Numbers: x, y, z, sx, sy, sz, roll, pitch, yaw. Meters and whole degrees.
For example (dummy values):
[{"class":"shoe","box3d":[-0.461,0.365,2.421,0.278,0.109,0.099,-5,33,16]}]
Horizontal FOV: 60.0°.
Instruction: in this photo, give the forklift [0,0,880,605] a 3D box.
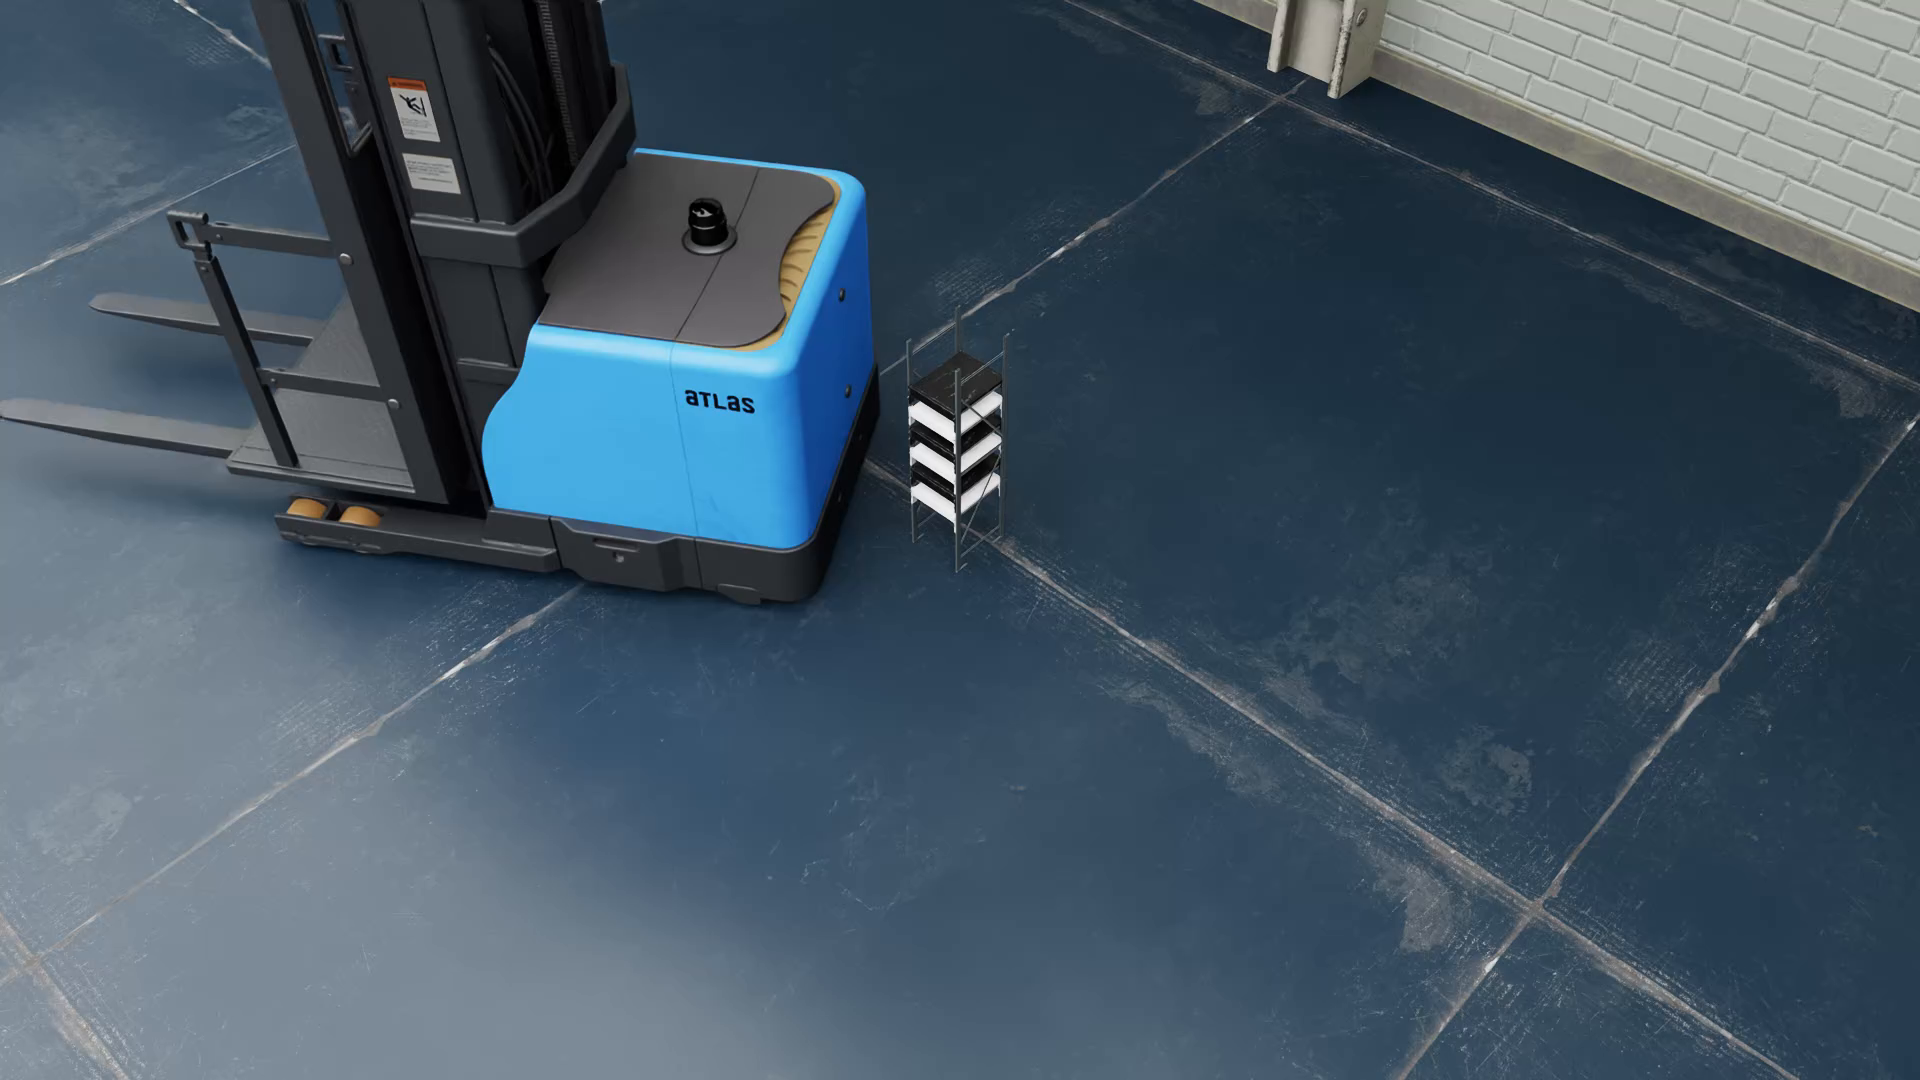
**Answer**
[{"class":"forklift","box3d":[-1.862,-1.327,4.985,3.031,2.935,1.130,8,47,8]}]

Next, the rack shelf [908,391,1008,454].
[{"class":"rack shelf","box3d":[-0.006,-0.412,5.319,0.200,0.077,0.258,34,55,28]}]

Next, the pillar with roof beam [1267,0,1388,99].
[{"class":"pillar with roof beam","box3d":[-1.226,-2.982,2.377,0.400,9.000,9.100,34,55,28]}]

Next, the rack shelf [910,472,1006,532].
[{"class":"rack shelf","box3d":[-0.006,-0.166,5.581,0.200,0.077,0.258,34,55,28]}]

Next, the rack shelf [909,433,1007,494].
[{"class":"rack shelf","box3d":[-0.006,-0.289,5.450,0.200,0.077,0.258,34,55,28]}]

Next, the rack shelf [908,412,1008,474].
[{"class":"rack shelf","box3d":[-0.006,-0.351,5.384,0.200,0.077,0.258,34,55,28]}]

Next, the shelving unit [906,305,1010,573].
[{"class":"shelving unit","box3d":[-0.006,-0.312,5.426,0.210,0.900,0.258,34,55,28]}]

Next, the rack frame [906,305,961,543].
[{"class":"rack frame","box3d":[-0.081,-0.362,5.473,0.006,0.900,0.240,34,55,28]}]

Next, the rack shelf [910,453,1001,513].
[{"class":"rack shelf","box3d":[-0.006,-0.228,5.516,0.200,0.077,0.258,34,55,28]}]

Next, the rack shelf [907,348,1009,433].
[{"class":"rack shelf","box3d":[-0.006,-0.474,5.253,0.200,0.077,0.258,34,55,28]}]

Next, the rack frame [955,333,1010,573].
[{"class":"rack frame","box3d":[0.069,-0.262,5.379,0.006,0.900,0.240,34,55,28]}]
